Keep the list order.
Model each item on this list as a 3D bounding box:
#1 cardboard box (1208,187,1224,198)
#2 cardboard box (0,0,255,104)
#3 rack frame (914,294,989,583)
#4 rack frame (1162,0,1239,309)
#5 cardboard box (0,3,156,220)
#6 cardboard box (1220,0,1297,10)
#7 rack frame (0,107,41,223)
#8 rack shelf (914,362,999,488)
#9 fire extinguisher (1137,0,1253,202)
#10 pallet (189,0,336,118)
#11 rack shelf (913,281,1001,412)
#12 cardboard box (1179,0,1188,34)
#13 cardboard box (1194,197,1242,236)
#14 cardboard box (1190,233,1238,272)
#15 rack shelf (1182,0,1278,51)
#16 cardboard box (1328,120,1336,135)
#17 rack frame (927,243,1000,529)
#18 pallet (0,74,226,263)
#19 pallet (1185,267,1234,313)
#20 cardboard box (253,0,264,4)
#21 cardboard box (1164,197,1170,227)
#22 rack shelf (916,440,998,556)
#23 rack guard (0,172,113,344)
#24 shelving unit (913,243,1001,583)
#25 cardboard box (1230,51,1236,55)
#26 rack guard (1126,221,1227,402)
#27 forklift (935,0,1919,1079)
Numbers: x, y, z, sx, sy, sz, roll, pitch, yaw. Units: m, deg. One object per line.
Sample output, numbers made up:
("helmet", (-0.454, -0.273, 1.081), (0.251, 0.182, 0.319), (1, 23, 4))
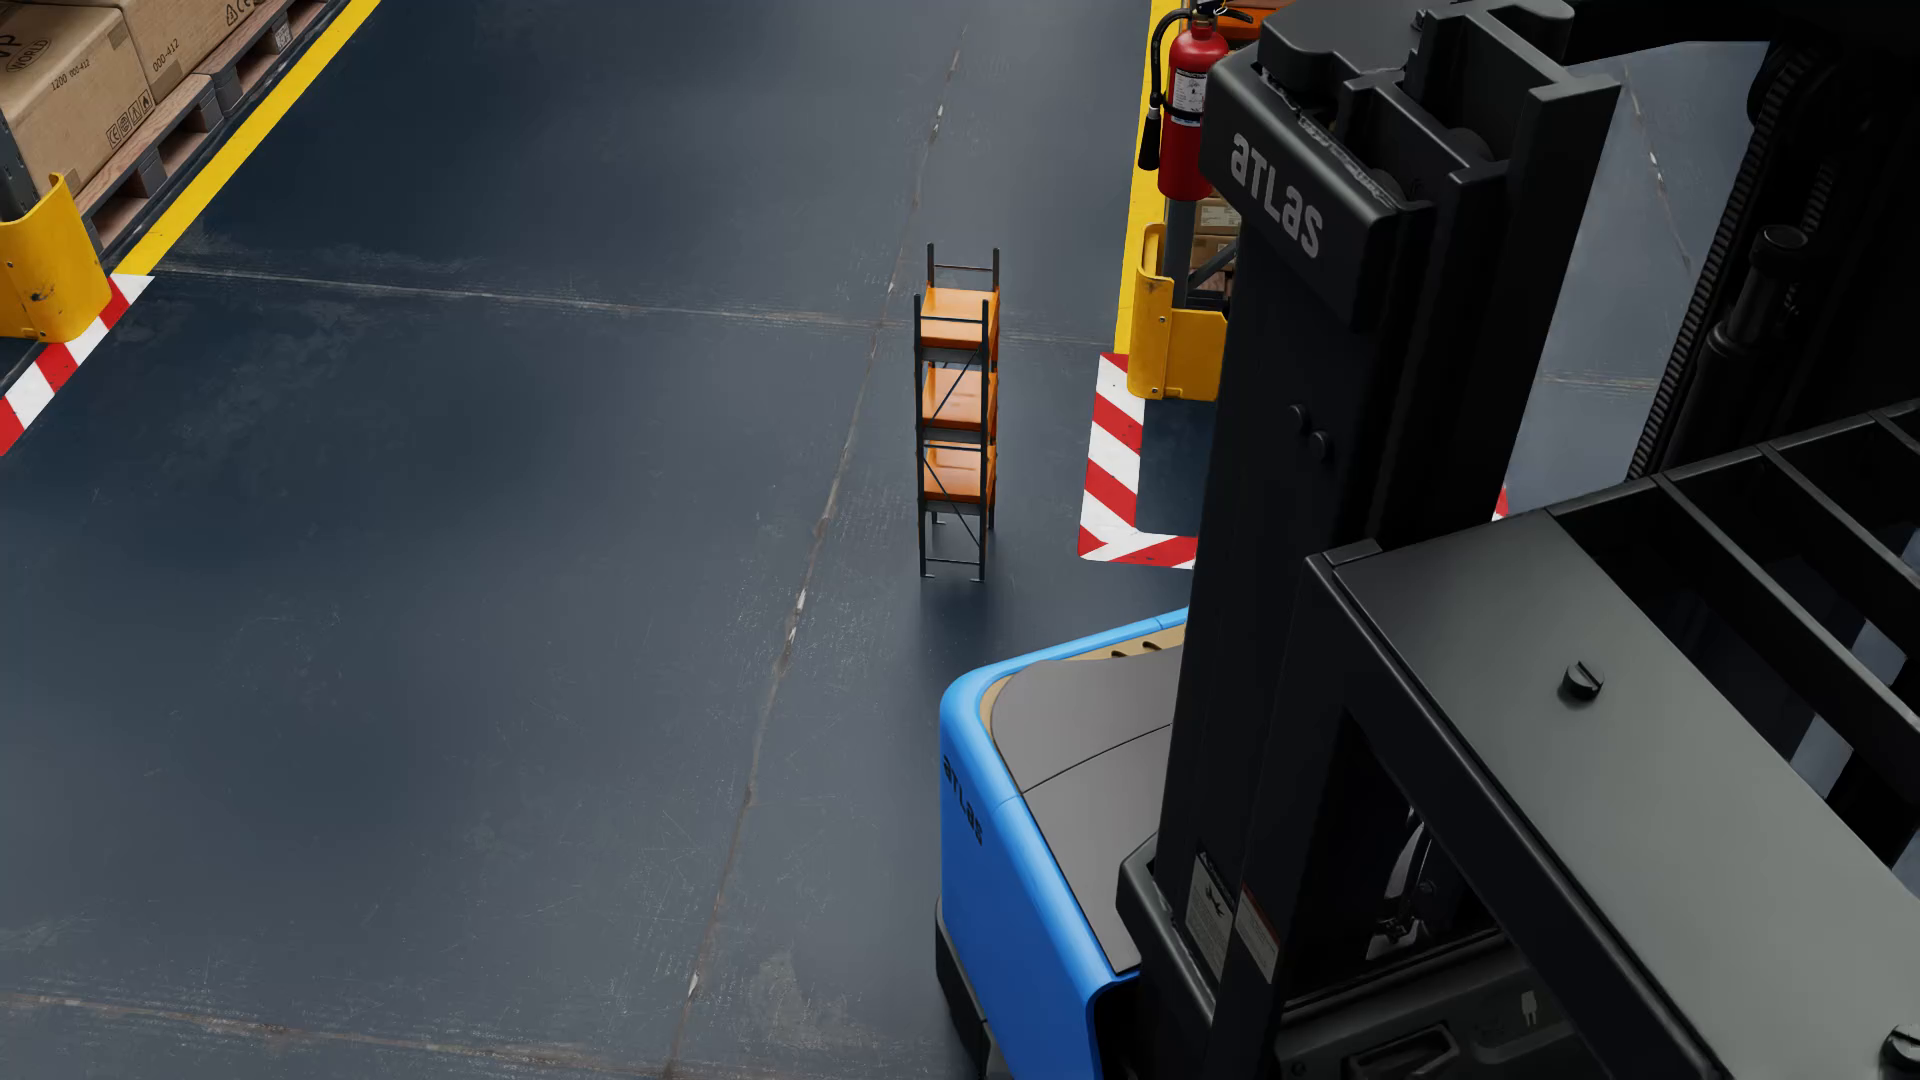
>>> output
("cardboard box", (0.987, -1.315, 5.792), (0.380, 0.149, 0.250), (6, 44, 6))
("cardboard box", (-3.651, -2.284, 7.039), (0.875, 0.438, 0.875), (6, 44, 7))
("rack frame", (-0.023, -0.262, 4.763), (0.200, 1.050, 0.008), (5, 44, 6))
("rack frame", (1.168, -1.598, 4.756), (1.000, 3.000, 0.127), (5, 44, 6))
("cardboard box", (-3.764, -1.660, 6.379), (0.875, 0.438, 0.875), (4, 44, 4))
("cardboard box", (0.931, -1.754, 5.104), (0.380, 0.149, 0.250), (5, 44, 6))
("rack frame", (-3.752, -1.979, 5.158), (1.000, 3.000, 0.127), (5, 44, 6))
("rack shelf", (-0.007, -0.337, 4.858), (0.215, 0.259, 0.240), (5, 44, 6))
("fire extinguisher", (0.677, -1.304, 4.773), (0.296, 0.674, 0.183), (5, 44, 6))
("pallet", (-3.560, -2.347, 7.575), (1.003, 0.211, 1.213), (5, 44, 6))
("rack shelf", (-0.007, -0.543, 4.663), (0.215, 0.259, 0.240), (5, 44, 6))
("cardboard box", (1.062, -2.028, 6.545), (0.380, 0.149, 0.250), (7, 44, 7))
("cardboard box", (0.955, -1.208, 5.896), (0.380, 0.149, 0.250), (4, 44, 4))
("cardboard box", (1.031, -1.093, 5.990), (0.380, 0.149, 0.250), (6, 44, 6))
("rack shelf", (1.432, -2.699, 6.442), (1.077, 0.370, 4.000), (5, 44, 6))
("cardboard box", (1.491, -1.456, 5.941), (0.380, 0.149, 0.250), (6, 44, 6))
("rack frame", (0.009, -0.428, 4.938), (0.200, 1.050, 0.008), (5, 44, 6))
("pallet", (-3.724, -1.518, 6.700), (1.003, 0.211, 1.213), (5, 44, 6))
("pallet", (1.320, -1.187, 6.350), (1.003, 0.211, 1.213), (5, 44, 6))
("cardboard box", (-3.531, -2.899, 7.688), (0.875, 0.438, 0.875), (4, 44, 4))
("cardboard box", (0.964, -1.277, 6.185), (0.380, 0.149, 0.250), (6, 44, 7))
("rack shelf", (-0.007, -0.135, 5.049), (0.215, 0.259, 0.240), (5, 44, 6))
("rack guard", (-3.755, -1.055, 6.000), (1.175, 0.500, 0.348), (5, 44, 6))
("shelving unit", (-0.007, -0.345, 4.851), (0.215, 1.050, 0.252), (5, 44, 6))
("cardboard box", (1.082, -1.839, 6.346), (0.380, 0.149, 0.250), (4, 44, 4))
("rack guard", (1.178, -0.742, 5.670), (1.175, 0.500, 0.348), (5, 44, 6))
("forklift", (0.949, 0.823, 2.249), (1.130, 2.935, 3.031), (-15, 45, -15))
